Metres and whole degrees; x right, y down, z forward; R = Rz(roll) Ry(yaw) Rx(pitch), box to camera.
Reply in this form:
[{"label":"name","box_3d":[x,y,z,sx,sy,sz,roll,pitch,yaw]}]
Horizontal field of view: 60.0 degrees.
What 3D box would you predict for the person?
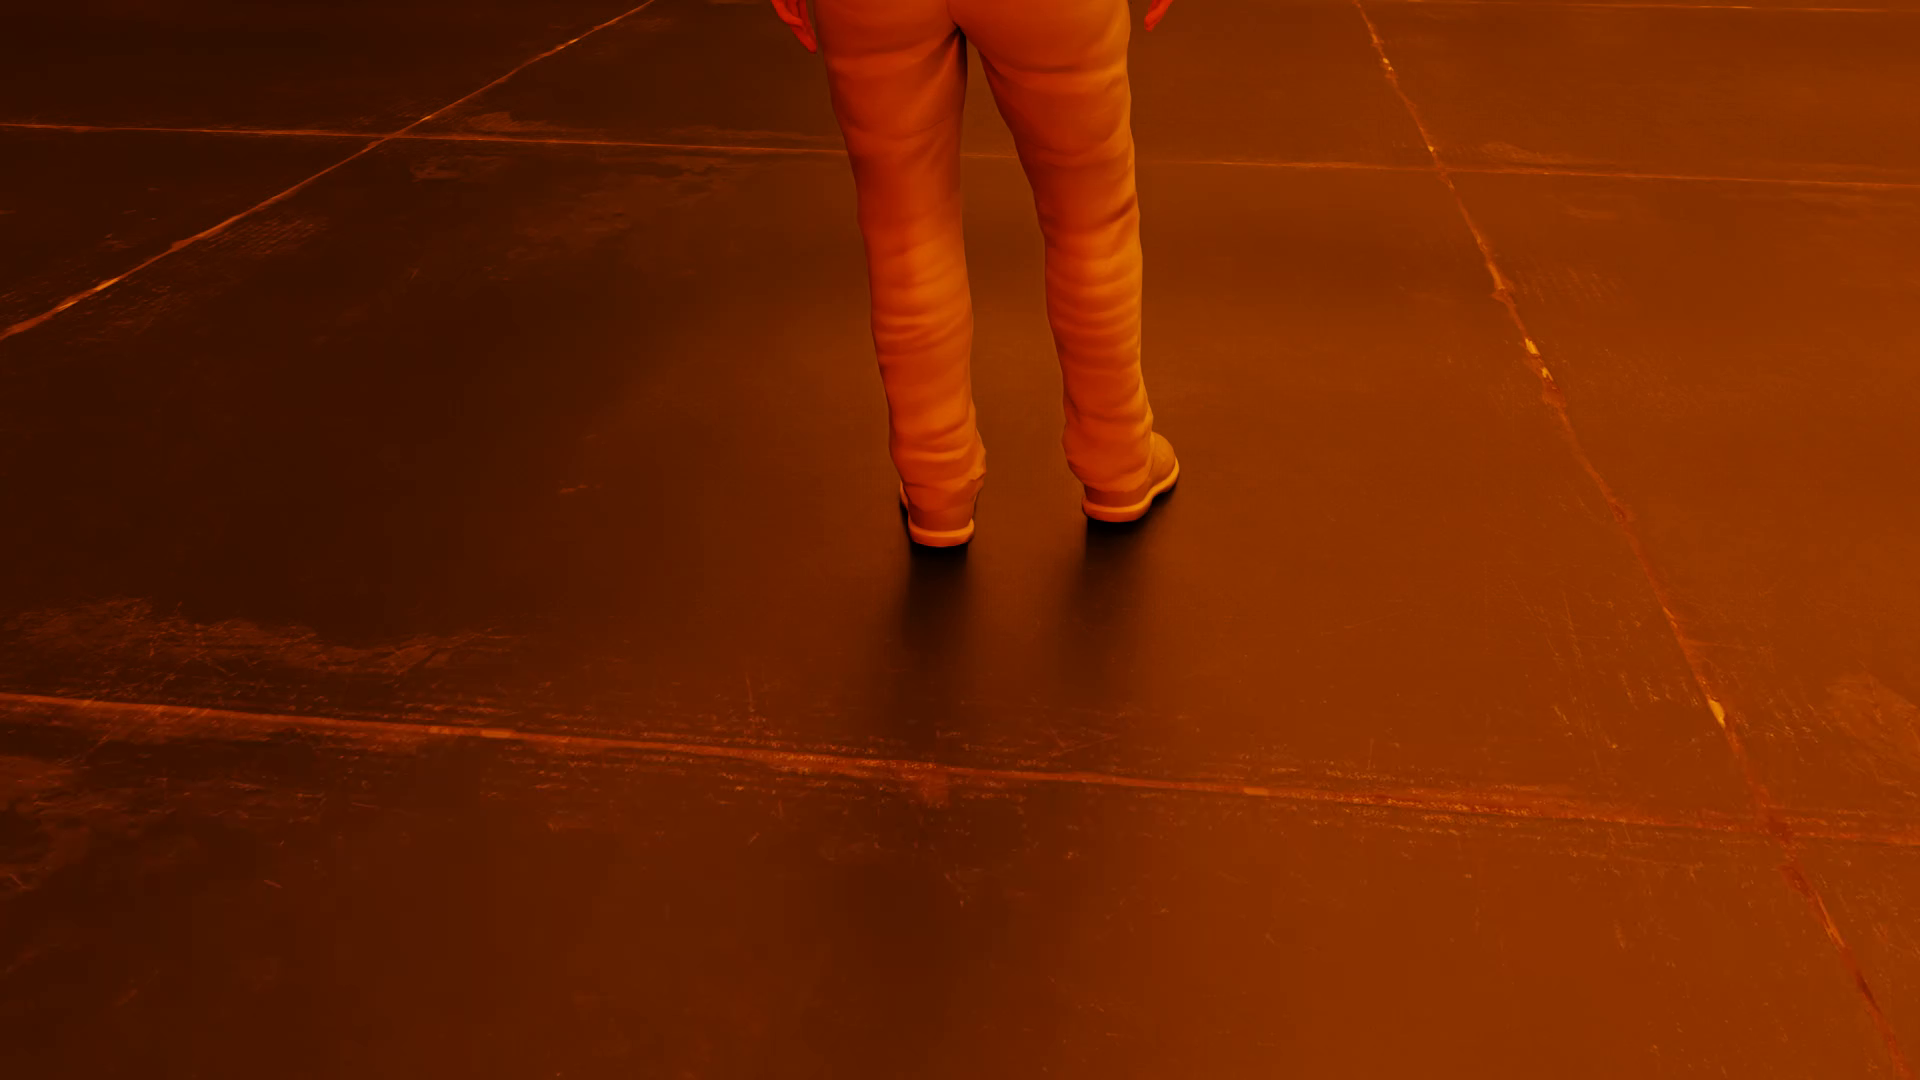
[{"label":"person","box_3d":[0.033,-0.786,2.190,0.598,1.670,0.529,3,27,7]}]
